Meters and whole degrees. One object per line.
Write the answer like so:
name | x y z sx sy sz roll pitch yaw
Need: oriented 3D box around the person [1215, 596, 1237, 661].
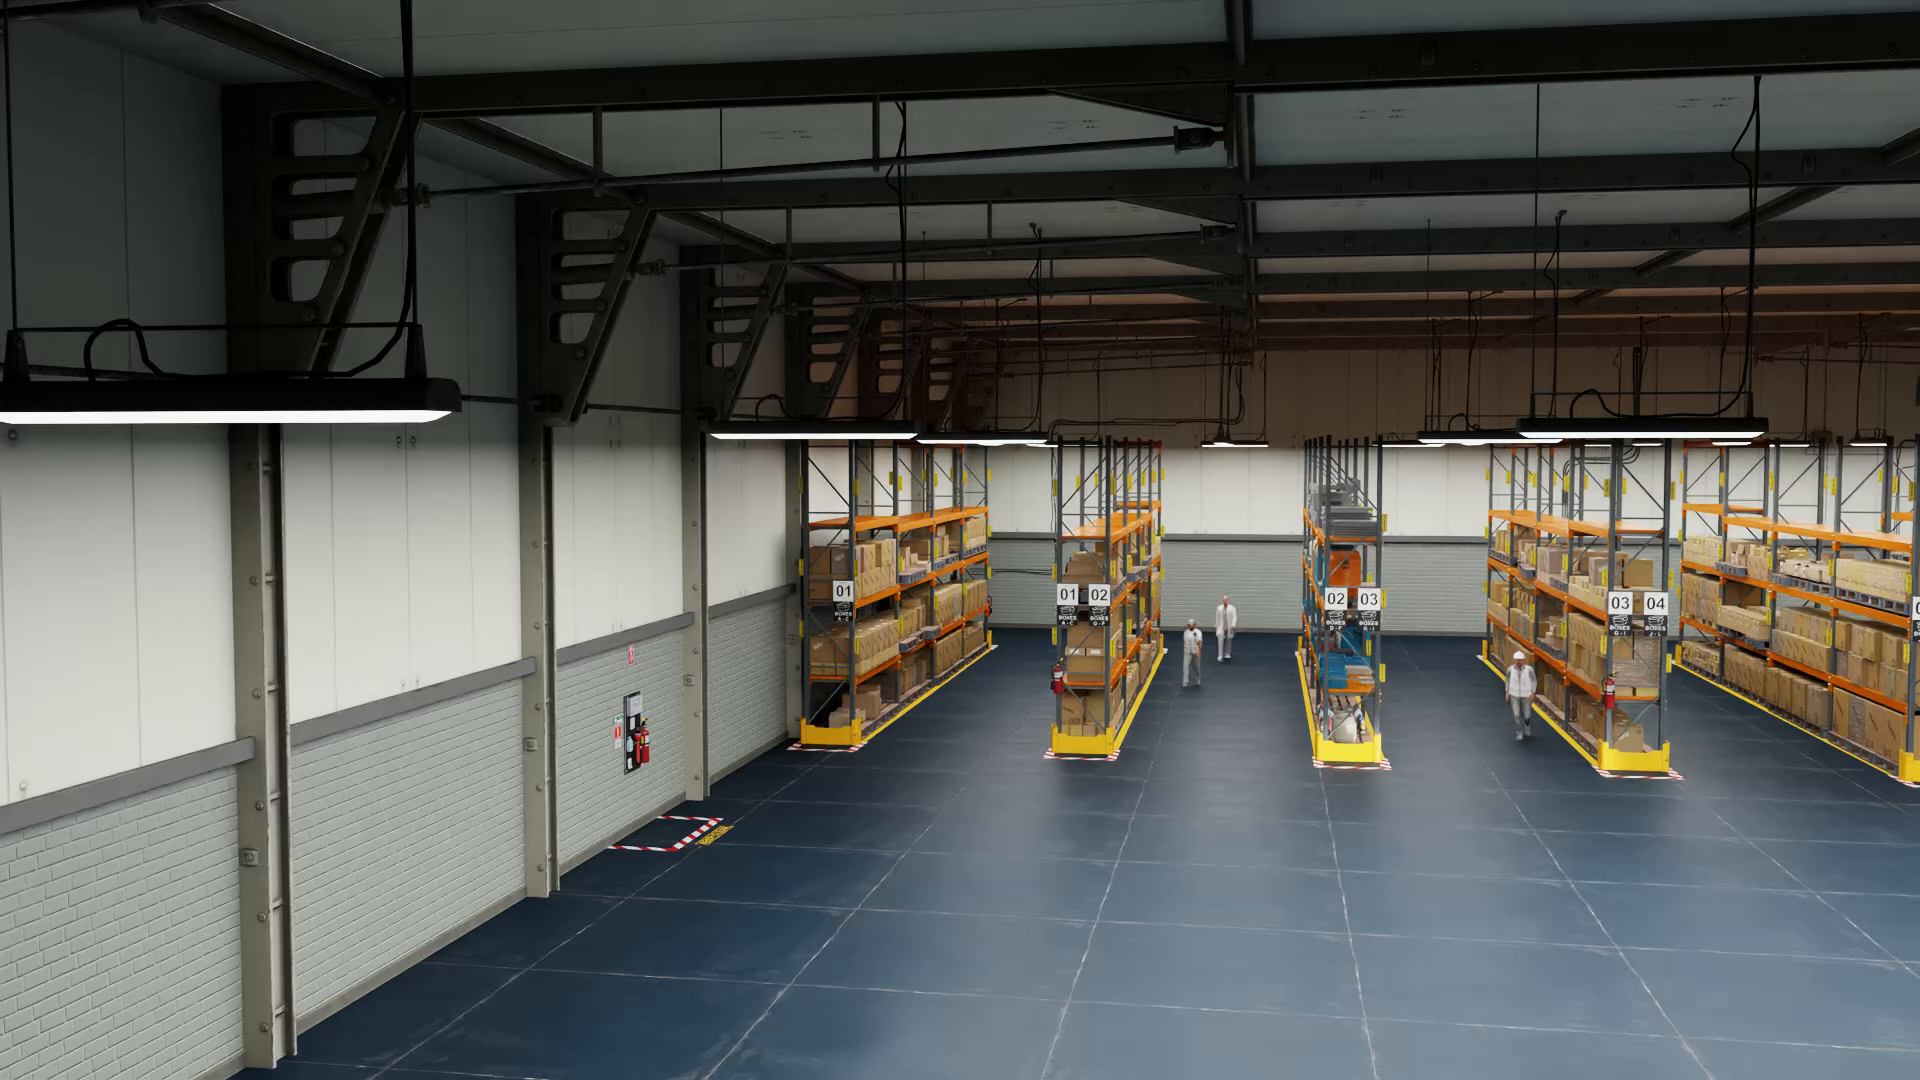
person | 7.218 2.391 45.128 0.582 1.721 1.108 0 3 8

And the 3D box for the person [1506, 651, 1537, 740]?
person | 11.148 3.067 33.019 0.600 1.754 0.660 1 3 24

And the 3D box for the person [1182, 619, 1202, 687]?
person | 5.603 2.722 40.168 0.501 1.611 0.949 1 3 22
